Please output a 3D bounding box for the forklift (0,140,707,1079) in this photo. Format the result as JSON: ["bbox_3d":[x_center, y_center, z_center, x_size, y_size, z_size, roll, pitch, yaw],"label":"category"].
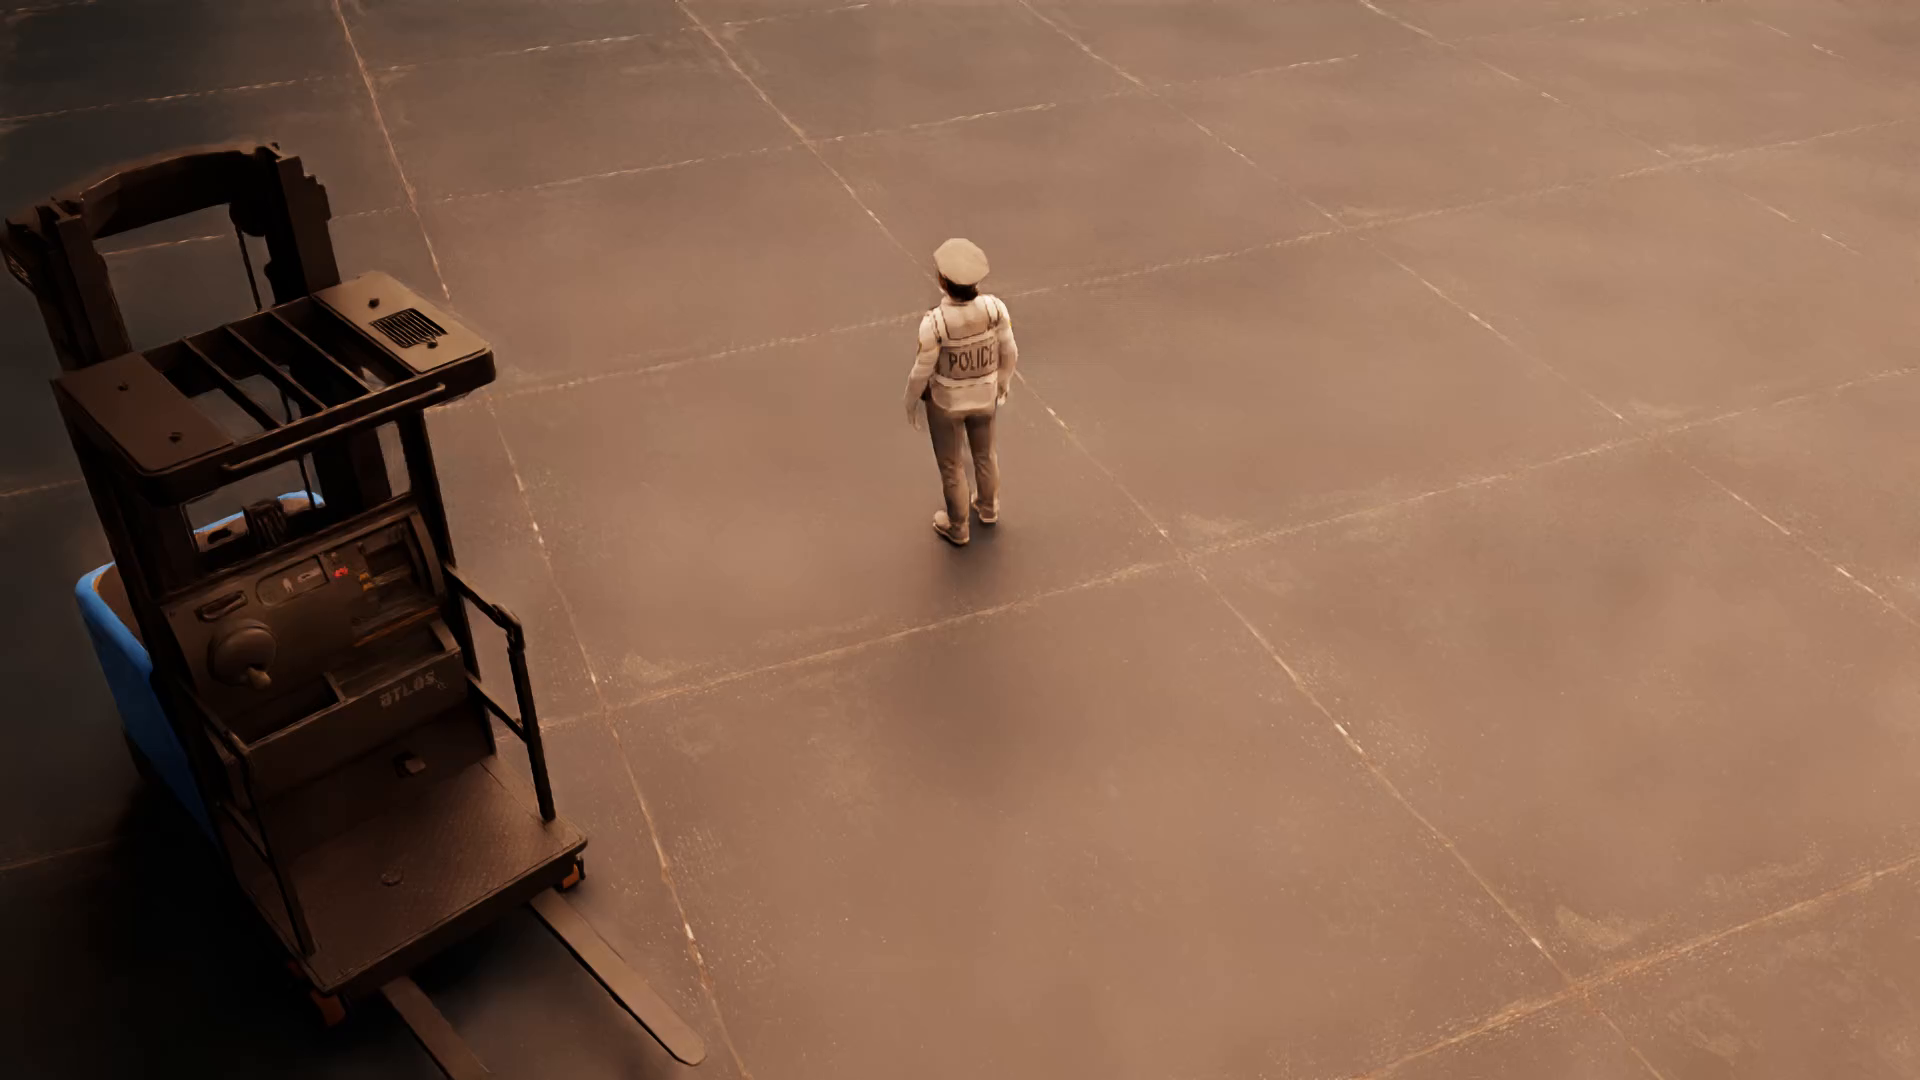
[{"bbox_3d":[-2.149,0.260,5.733,1.130,2.935,3.031,-28,44,-34],"label":"forklift"}]

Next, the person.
[{"bbox_3d":[-0.020,-0.734,8.185,0.586,1.695,0.532,-14,38,-19],"label":"person"}]
